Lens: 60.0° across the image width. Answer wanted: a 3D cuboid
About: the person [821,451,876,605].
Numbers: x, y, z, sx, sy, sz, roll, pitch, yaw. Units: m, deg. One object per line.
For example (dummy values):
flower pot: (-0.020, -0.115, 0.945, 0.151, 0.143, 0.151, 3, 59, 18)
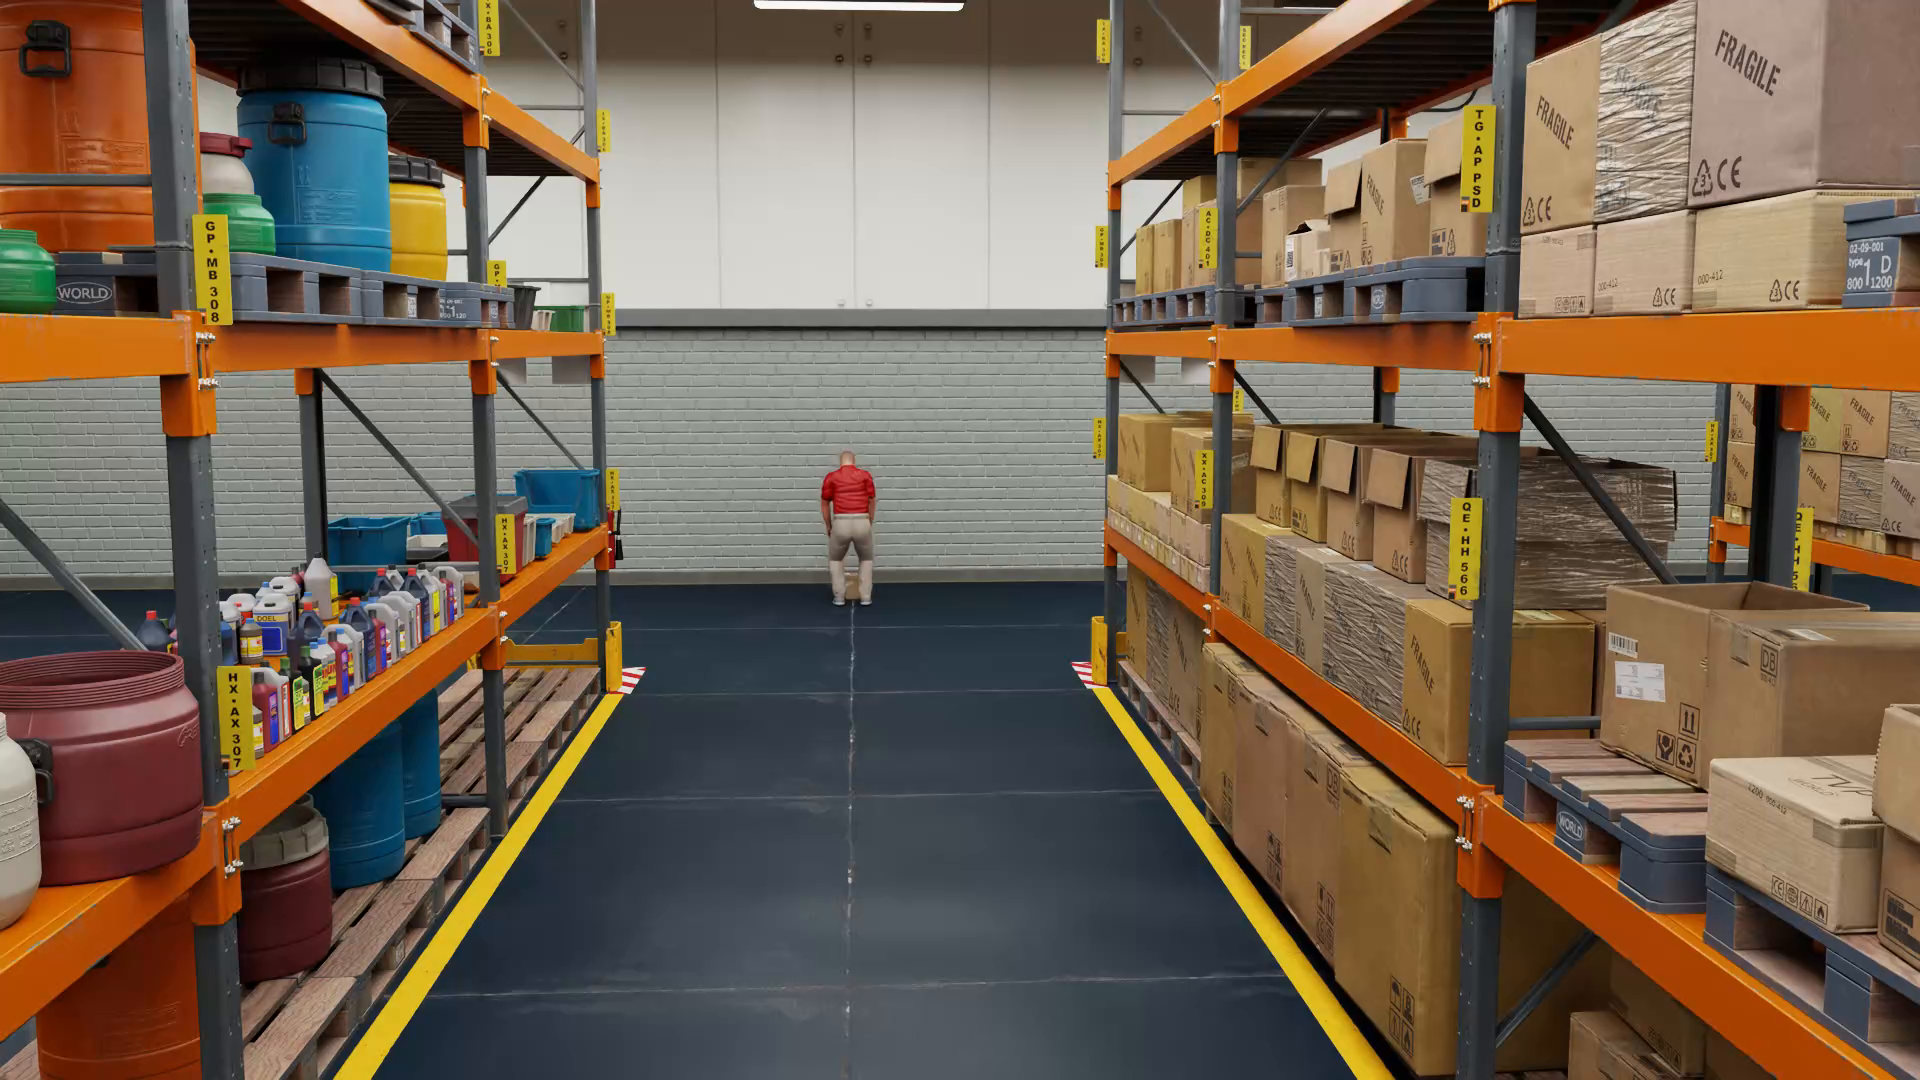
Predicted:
person: (-1.165, -0.118, 17.368, 0.575, 1.607, 0.488, 0, 7, -3)
